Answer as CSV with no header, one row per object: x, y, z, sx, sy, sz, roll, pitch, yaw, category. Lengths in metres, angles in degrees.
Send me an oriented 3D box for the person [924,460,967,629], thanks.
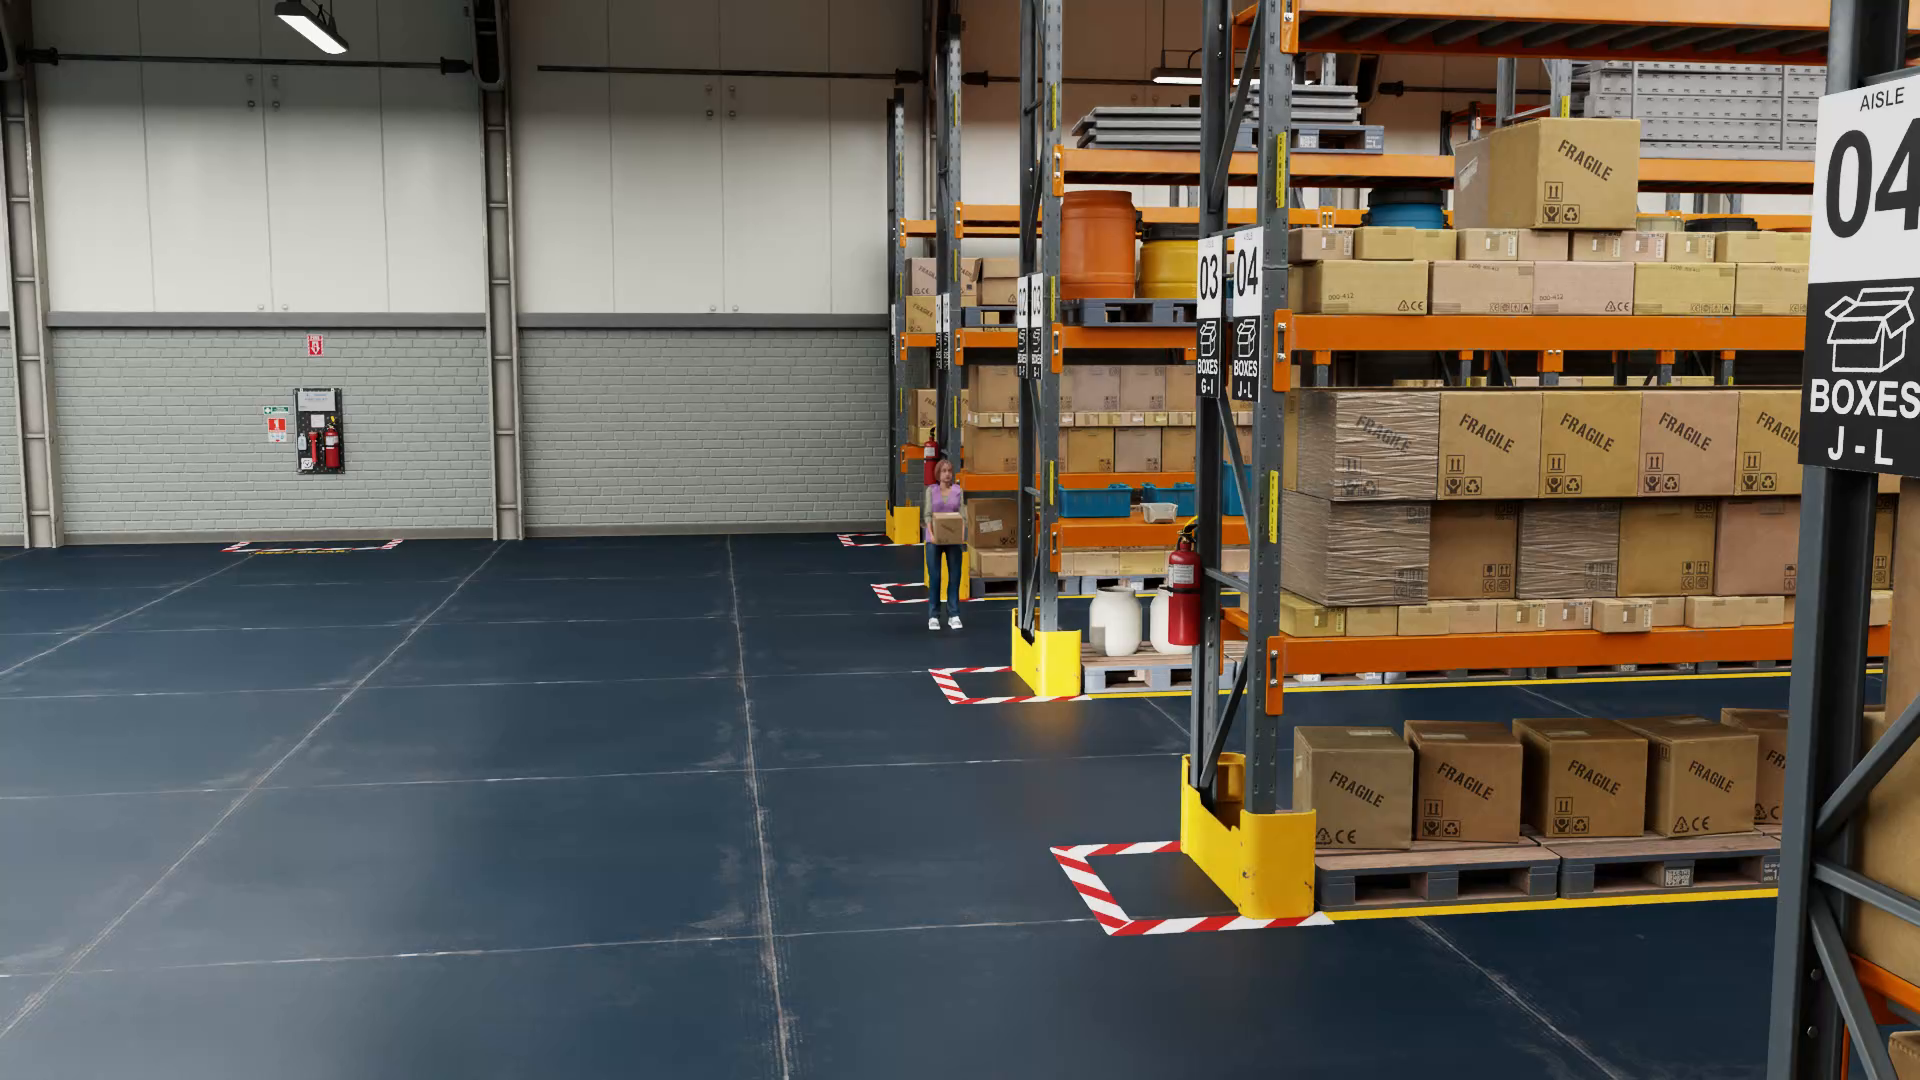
-0.135,0.046,15.649,0.408,1.589,0.495,-1,7,-9,person
